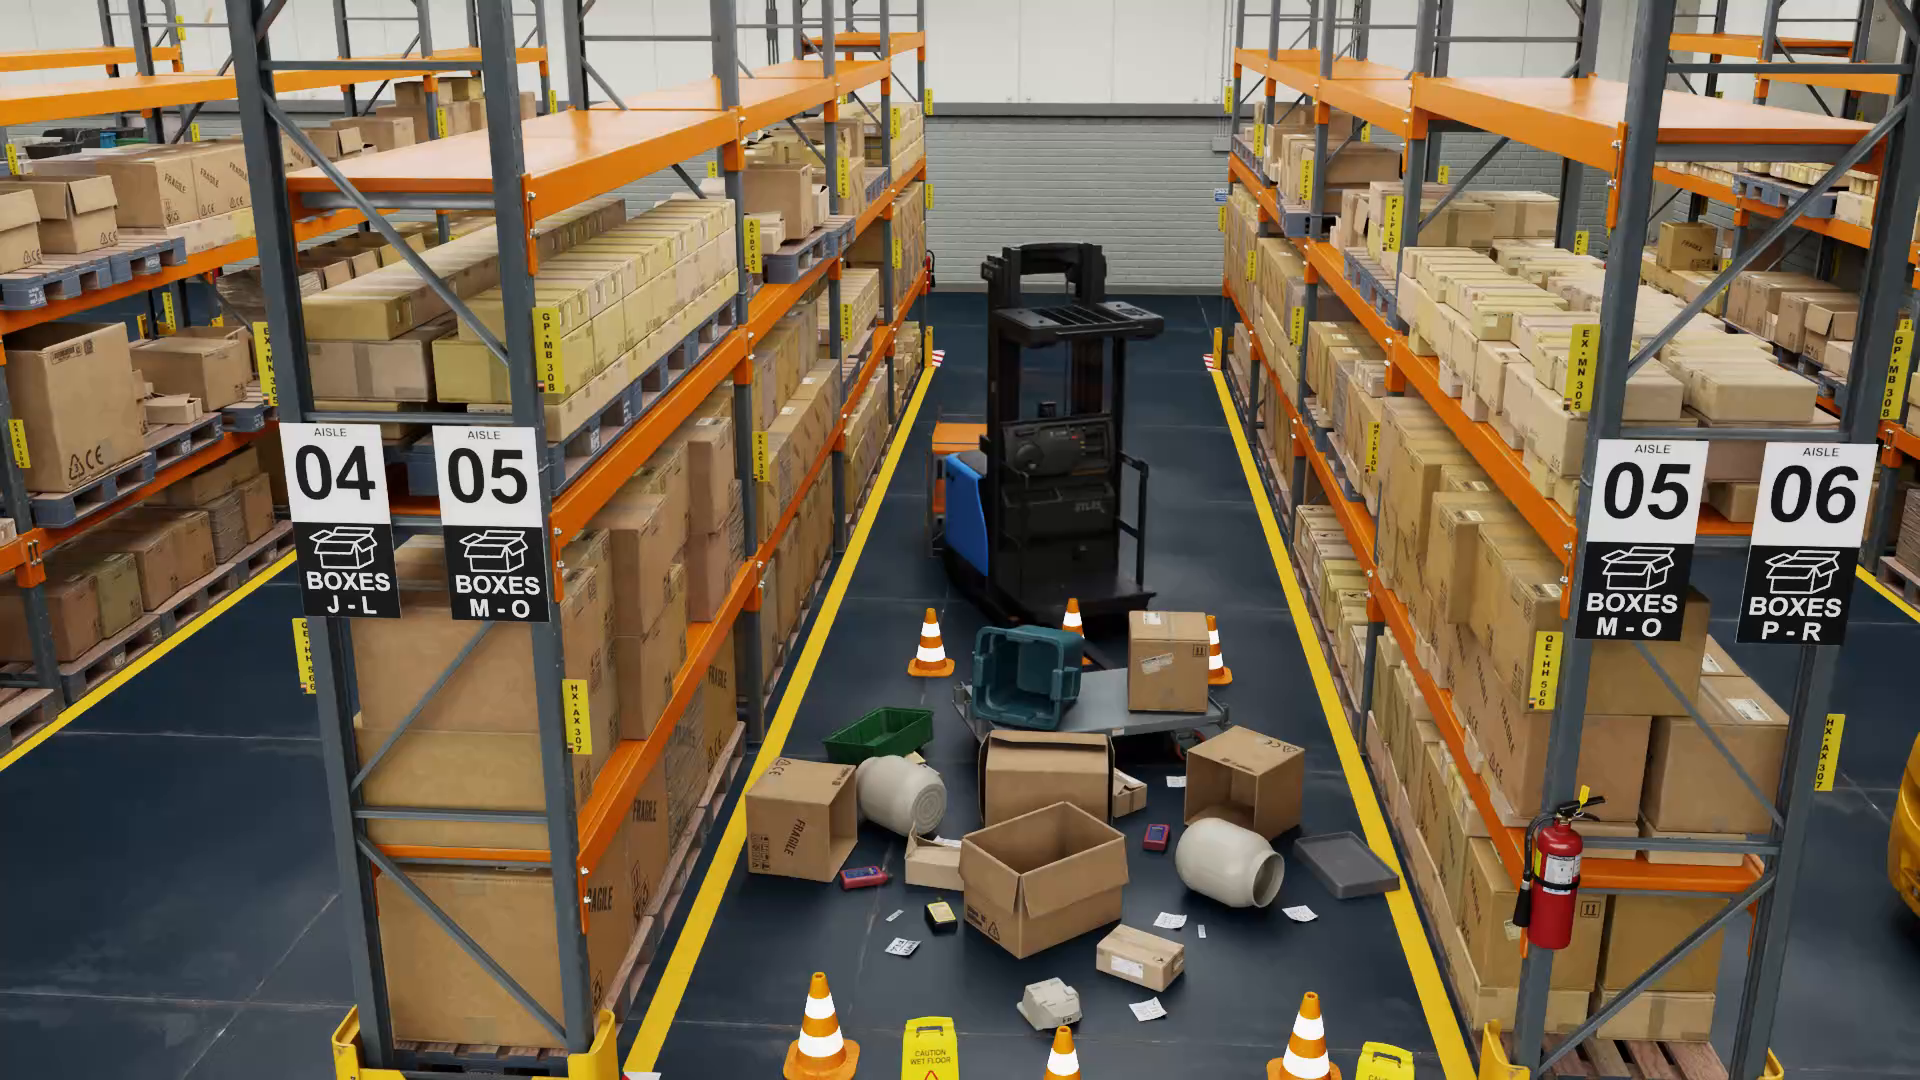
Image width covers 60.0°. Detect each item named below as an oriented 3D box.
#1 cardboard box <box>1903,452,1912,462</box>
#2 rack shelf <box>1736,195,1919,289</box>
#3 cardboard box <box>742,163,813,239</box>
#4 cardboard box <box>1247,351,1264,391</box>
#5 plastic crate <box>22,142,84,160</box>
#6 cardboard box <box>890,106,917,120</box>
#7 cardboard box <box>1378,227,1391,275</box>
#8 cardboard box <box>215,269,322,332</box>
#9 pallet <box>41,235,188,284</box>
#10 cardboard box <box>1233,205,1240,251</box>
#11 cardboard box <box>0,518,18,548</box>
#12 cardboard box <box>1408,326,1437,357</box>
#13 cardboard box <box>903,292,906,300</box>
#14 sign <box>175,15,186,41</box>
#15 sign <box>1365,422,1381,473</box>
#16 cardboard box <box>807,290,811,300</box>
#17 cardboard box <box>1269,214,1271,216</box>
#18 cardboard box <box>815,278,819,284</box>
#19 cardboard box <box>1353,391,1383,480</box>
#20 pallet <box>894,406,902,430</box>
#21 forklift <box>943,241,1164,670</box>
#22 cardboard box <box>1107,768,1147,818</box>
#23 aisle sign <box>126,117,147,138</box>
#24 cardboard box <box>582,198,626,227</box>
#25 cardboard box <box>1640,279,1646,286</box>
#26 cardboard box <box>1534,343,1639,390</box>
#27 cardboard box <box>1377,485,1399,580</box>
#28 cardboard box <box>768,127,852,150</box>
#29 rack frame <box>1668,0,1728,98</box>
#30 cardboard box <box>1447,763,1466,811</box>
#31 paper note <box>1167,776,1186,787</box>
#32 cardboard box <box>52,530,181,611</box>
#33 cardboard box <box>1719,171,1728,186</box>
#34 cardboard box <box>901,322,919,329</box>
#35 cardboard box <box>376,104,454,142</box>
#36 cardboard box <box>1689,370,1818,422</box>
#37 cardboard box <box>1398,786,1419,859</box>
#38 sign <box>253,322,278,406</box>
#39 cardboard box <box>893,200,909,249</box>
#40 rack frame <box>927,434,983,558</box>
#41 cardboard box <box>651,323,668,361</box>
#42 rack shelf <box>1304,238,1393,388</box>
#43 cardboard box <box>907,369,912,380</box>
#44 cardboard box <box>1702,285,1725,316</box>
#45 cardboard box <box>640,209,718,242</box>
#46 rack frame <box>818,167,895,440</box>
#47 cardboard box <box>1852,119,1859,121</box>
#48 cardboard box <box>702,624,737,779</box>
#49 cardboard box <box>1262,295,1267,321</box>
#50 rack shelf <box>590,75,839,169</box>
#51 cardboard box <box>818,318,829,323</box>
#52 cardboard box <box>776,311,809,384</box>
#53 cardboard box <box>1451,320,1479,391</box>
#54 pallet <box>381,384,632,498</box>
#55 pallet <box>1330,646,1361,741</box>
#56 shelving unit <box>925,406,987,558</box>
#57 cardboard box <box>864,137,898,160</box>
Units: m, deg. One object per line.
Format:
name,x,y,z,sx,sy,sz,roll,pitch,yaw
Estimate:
cardboard box,8.700,-0.780,15.112,0.380,0.149,0.250,2,18,5
rack shelf,8.511,-2.849,15.465,1.077,0.370,4.000,1,18,4
cardboard box,-1.373,-2.507,12.270,0.500,0.500,0.500,1,18,4
cardboard box,3.919,-1.949,19.821,0.875,0.438,0.875,1,18,2
plastic crate,-10.759,-4.571,19.775,0.497,0.269,0.590,1,18,4
cardboard box,-0.729,-5.250,20.437,0.380,0.149,0.250,2,18,5
cardboard box,3.068,-1.907,11.002,0.500,0.250,0.500,2,18,5
cardboard box,-6.399,-2.226,15.455,0.797,0.503,0.637,2,18,6
pallet,-6.533,-2.081,12.266,1.213,0.211,1.003,1,18,4
cardboard box,3.612,-3.798,20.257,0.500,0.500,0.500,1,18,3
cardboard box,-6.477,-0.040,10.958,0.380,0.149,0.250,1,18,4
cardboard box,2.786,-1.146,9.517,0.380,0.149,0.250,1,18,4
cardboard box,-0.849,-2.947,19.829,0.380,0.149,0.250,2,18,6
sign,-10.285,-6.761,21.949,0.100,0.325,0.005,1,18,4
sign,2.576,-0.573,10.322,0.100,0.325,0.005,1,18,4
cardboard box,-1.763,-2.524,17.387,0.380,0.149,0.250,2,18,5
cardboard box,3.535,-3.509,18.335,0.380,0.149,0.250,2,18,5
cardboard box,-1.728,-2.826,17.831,0.380,0.149,0.250,2,18,7
cardboard box,2.968,-0.703,11.264,0.500,0.500,0.500,1,18,4
pallet,-1.228,-1.460,19.365,1.003,0.211,1.213,1,18,4
forklift,0.850,-0.729,12.767,1.130,2.935,3.031,-7,19,-19
cardboard box,0.931,1.493,10.268,0.258,0.266,0.396,-13,22,-34
aisle sign,-11.126,-5.335,22.538,0.394,0.787,0.004,1,18,4
cardboard box,-2.180,-1.917,9.755,0.380,0.149,0.250,1,18,4
cardboard box,8.608,-3.174,20.523,0.380,0.149,0.250,2,18,6
cardboard box,2.629,-0.725,6.950,0.380,0.149,0.250,1,18,3
cardboard box,2.820,-0.070,10.008,0.500,0.500,0.500,1,18,4
cardboard box,-1.483,-3.773,16.288,0.797,0.503,0.637,1,18,3
rack frame,8.941,-6.480,20.573,1.000,3.000,0.127,1,18,4
cardboard box,2.621,1.225,8.189,0.380,0.149,0.250,2,18,5
paper note,1.390,1.526,10.544,0.148,0.019,0.142,1,18,4
cardboard box,-6.597,0.234,13.026,0.700,0.500,0.500,0,18,-1
cardboard box,8.406,-3.887,17.881,0.380,0.149,0.250,1,18,4
cardboard box,-0.740,-2.775,21.850,0.380,0.149,0.250,1,18,5
cardboard box,-6.185,-4.682,18.908,0.700,0.500,0.500,0,18,1
cardboard box,3.072,-0.560,6.447,0.380,0.149,0.250,1,18,4
cardboard box,2.756,1.604,9.280,0.500,0.250,0.500,1,18,3
sign,-2.642,-0.673,6.376,0.100,0.325,0.005,1,18,4
cardboard box,-0.877,-3.691,19.454,0.500,0.500,0.500,2,18,5
rack frame,-0.036,-0.379,14.599,0.500,1.125,0.032,1,18,4
cardboard box,-1.649,-0.972,8.150,0.380,0.149,0.250,1,18,4
rack shelf,3.273,-1.716,12.009,1.077,0.370,4.000,1,18,4
cardboard box,-0.807,-2.090,20.715,0.380,0.149,0.250,2,18,5
cardboard box,8.448,-2.620,18.192,0.500,0.250,0.500,2,18,5
cardboard box,-1.560,-1.746,9.231,0.380,0.149,0.250,1,18,4
rack frame,-1.241,-2.575,18.292,1.000,3.000,0.127,1,18,4
cardboard box,8.715,-4.098,16.549,0.396,0.266,0.258,1,18,4
cardboard box,-1.930,0.913,10.384,0.875,0.875,0.875,2,18,5
cardboard box,3.381,-2.370,17.102,0.500,0.250,0.500,2,18,5
rack shelf,-1.671,-3.031,11.845,1.077,0.370,4.000,1,18,4
cardboard box,-1.285,-1.919,15.062,0.380,0.149,0.250,1,18,2
cardboard box,-1.605,-1.559,13.425,0.700,0.500,0.500,1,18,3
cardboard box,2.714,-0.904,8.138,0.500,0.250,0.500,1,18,4
pallet,-2.059,-0.462,7.169,1.003,0.211,1.213,1,18,4
pallet,3.184,1.072,11.640,1.003,0.211,1.213,1,18,4
shelving unit,0.000,-0.537,15.081,0.538,1.125,1.048,1,18,4
cardboard box,-0.968,-4.311,18.210,0.500,0.250,0.500,2,18,6
